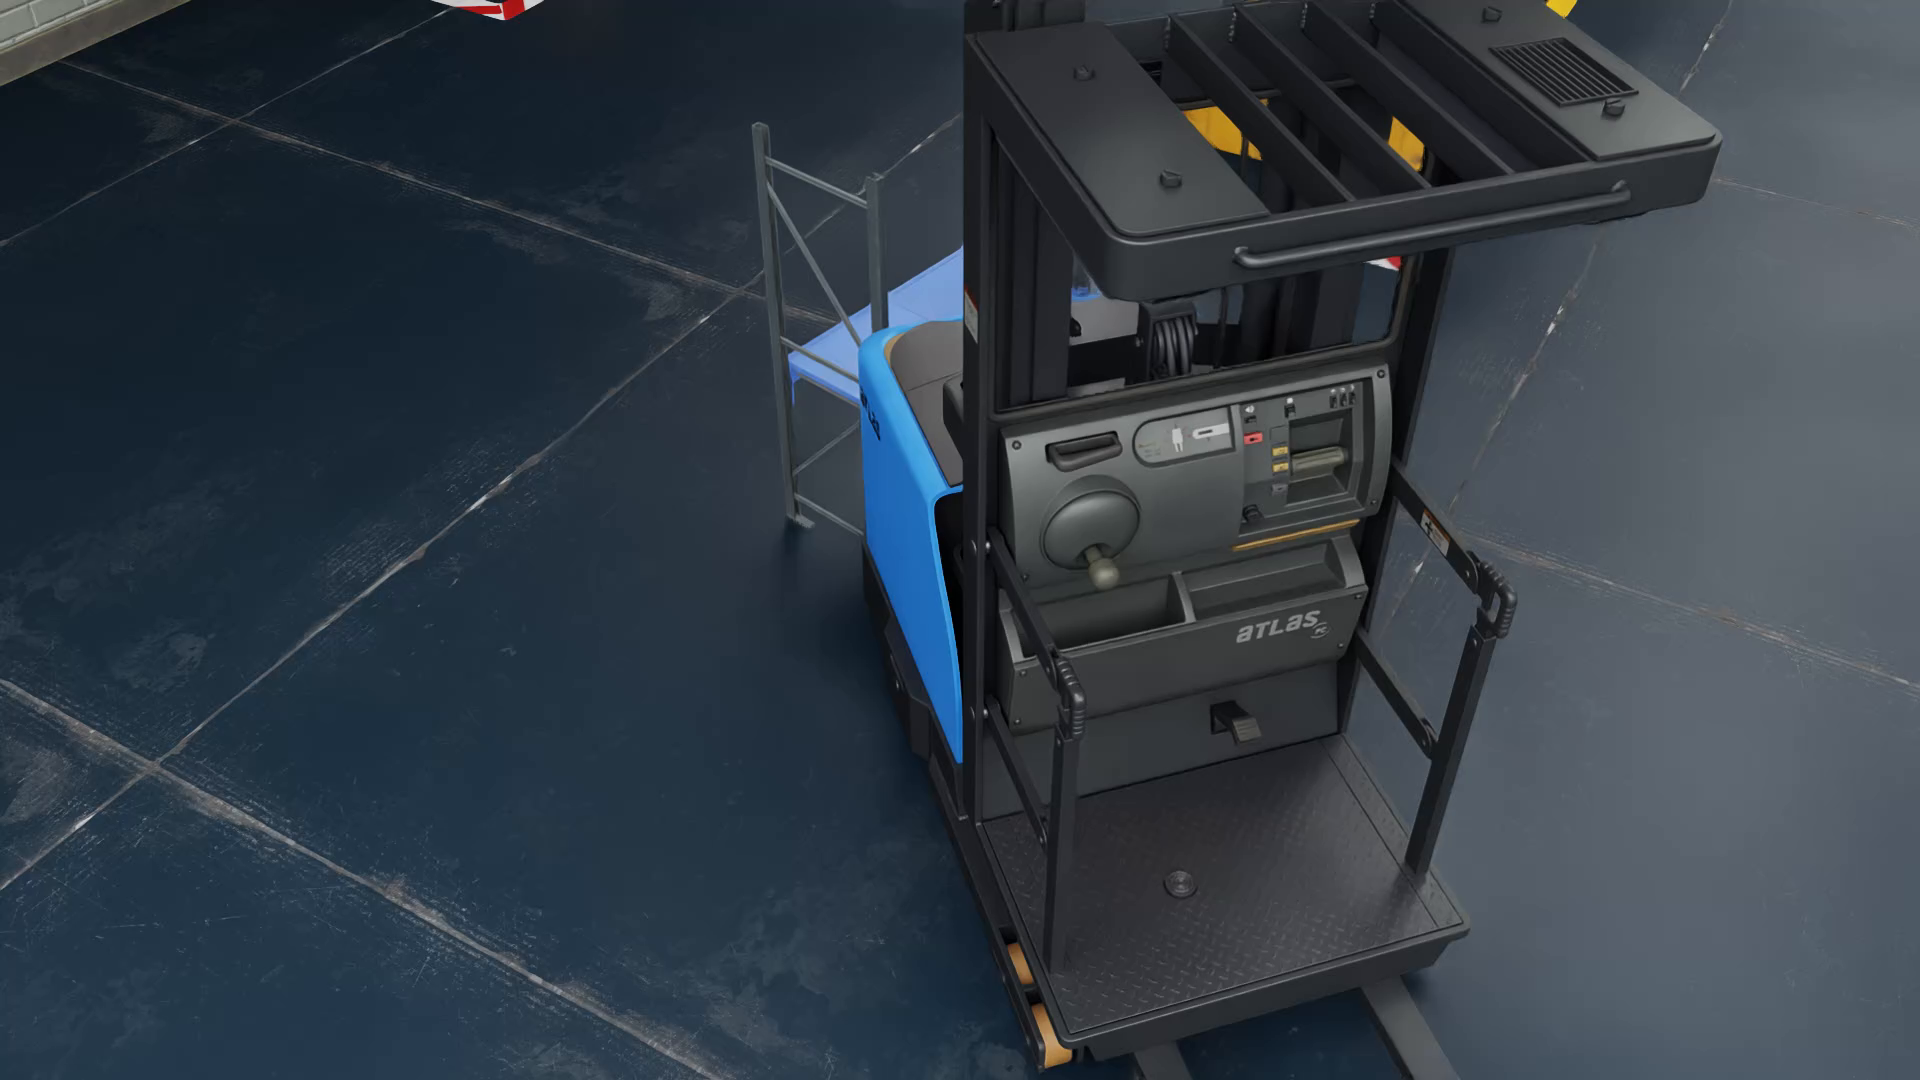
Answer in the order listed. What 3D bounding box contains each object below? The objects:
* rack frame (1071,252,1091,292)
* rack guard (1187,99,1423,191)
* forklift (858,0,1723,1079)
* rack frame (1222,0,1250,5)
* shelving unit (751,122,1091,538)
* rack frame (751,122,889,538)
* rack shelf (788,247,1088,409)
[{"bbox_3d":[0.252,-1.057,5.816,0.500,1.500,0.032,30,49,29],"label":"rack frame"},{"bbox_3d":[1.640,-1.993,7.635,1.175,0.500,0.348,21,45,22],"label":"rack guard"},{"bbox_3d":[0.616,-0.065,3.606,1.130,2.935,3.031,-12,43,-13],"label":"forklift"},{"bbox_3d":[1.652,-2.945,6.824,1.000,3.000,0.127,21,45,22],"label":"rack frame"},{"bbox_3d":[-0.079,-0.803,5.526,0.538,1.500,1.048,30,49,29],"label":"shelving unit"},{"bbox_3d":[-0.411,-0.548,5.237,0.500,1.500,0.032,30,49,29],"label":"rack frame"},{"bbox_3d":[-0.079,-0.668,5.645,0.538,0.185,1.000,30,49,29],"label":"rack shelf"}]
